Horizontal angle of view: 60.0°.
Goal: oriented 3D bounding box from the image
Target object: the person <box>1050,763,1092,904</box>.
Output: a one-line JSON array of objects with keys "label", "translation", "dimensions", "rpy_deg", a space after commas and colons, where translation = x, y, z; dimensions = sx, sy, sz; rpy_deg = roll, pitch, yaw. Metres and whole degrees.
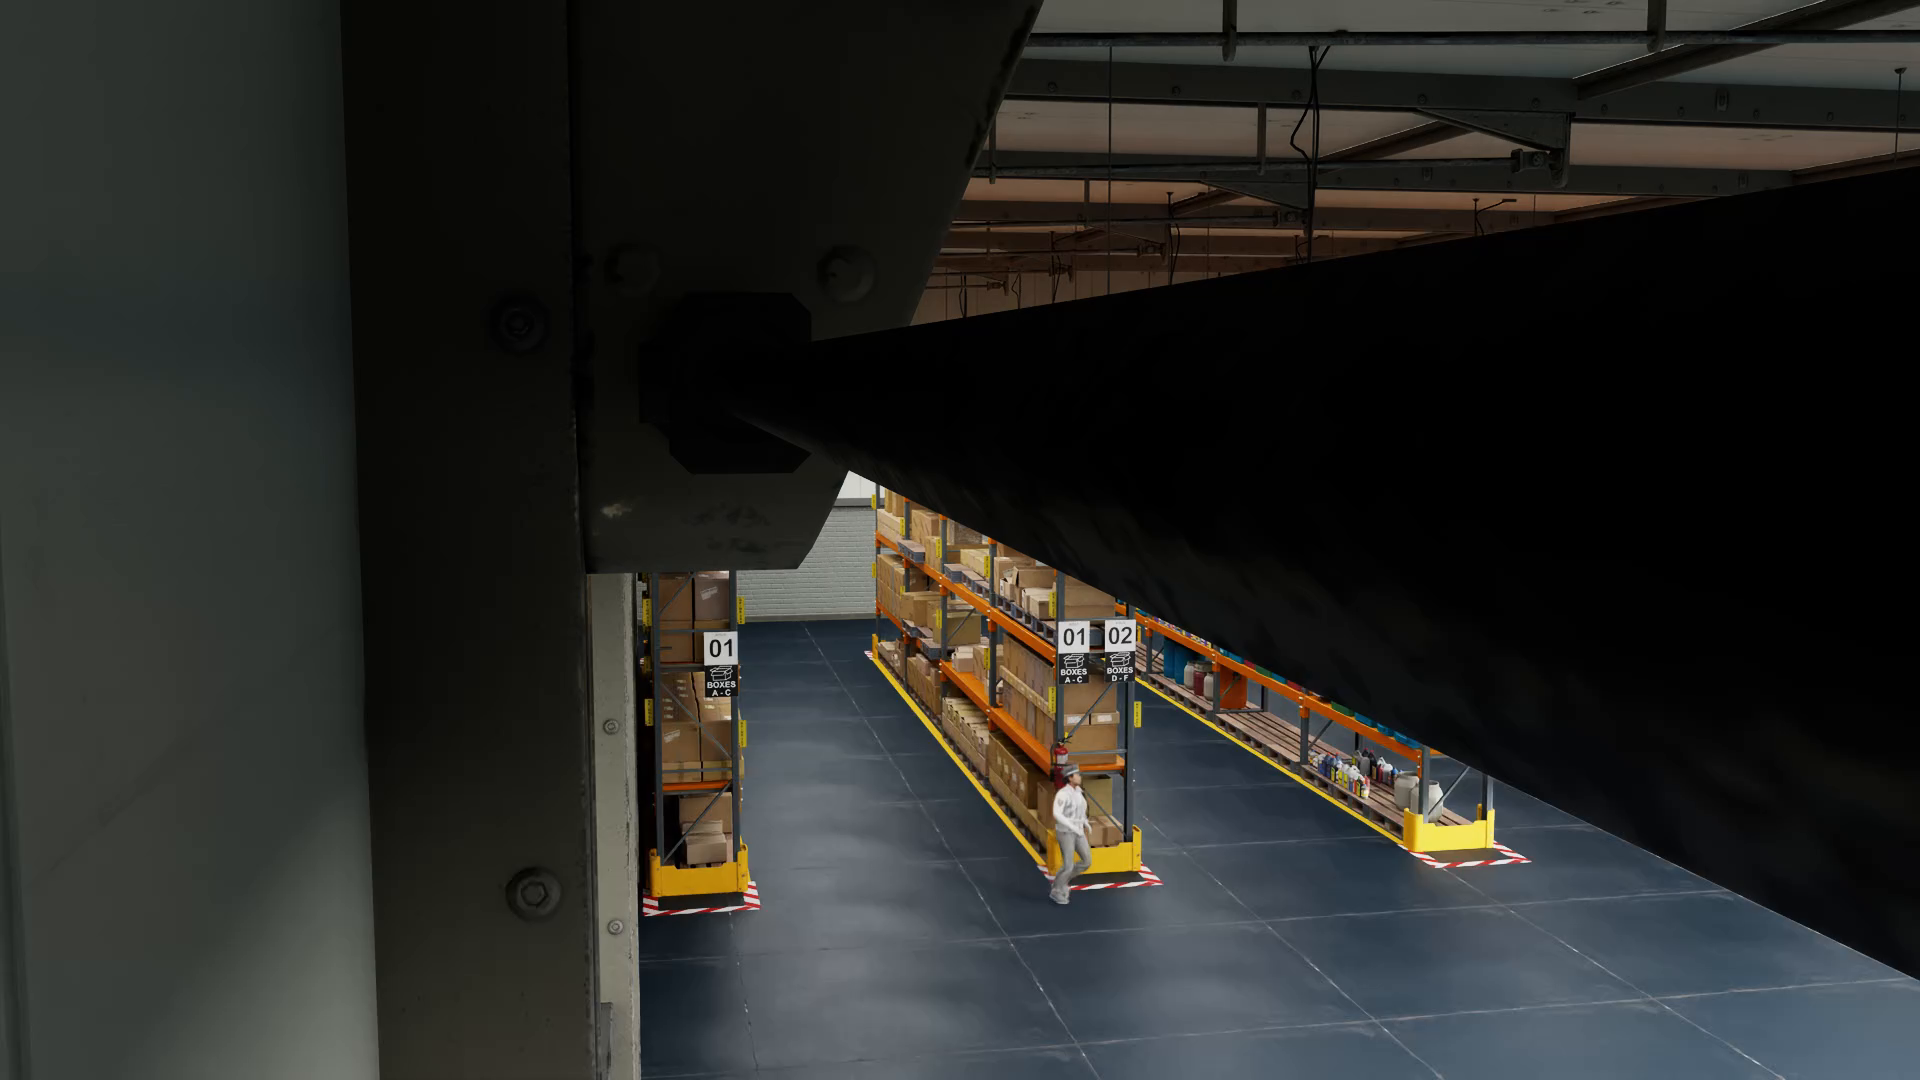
[{"label": "person", "translation": [1.367, 3.485, 19.807], "dimensions": [0.488, 1.649, 0.690], "rpy_deg": [5, 7, 38]}]
